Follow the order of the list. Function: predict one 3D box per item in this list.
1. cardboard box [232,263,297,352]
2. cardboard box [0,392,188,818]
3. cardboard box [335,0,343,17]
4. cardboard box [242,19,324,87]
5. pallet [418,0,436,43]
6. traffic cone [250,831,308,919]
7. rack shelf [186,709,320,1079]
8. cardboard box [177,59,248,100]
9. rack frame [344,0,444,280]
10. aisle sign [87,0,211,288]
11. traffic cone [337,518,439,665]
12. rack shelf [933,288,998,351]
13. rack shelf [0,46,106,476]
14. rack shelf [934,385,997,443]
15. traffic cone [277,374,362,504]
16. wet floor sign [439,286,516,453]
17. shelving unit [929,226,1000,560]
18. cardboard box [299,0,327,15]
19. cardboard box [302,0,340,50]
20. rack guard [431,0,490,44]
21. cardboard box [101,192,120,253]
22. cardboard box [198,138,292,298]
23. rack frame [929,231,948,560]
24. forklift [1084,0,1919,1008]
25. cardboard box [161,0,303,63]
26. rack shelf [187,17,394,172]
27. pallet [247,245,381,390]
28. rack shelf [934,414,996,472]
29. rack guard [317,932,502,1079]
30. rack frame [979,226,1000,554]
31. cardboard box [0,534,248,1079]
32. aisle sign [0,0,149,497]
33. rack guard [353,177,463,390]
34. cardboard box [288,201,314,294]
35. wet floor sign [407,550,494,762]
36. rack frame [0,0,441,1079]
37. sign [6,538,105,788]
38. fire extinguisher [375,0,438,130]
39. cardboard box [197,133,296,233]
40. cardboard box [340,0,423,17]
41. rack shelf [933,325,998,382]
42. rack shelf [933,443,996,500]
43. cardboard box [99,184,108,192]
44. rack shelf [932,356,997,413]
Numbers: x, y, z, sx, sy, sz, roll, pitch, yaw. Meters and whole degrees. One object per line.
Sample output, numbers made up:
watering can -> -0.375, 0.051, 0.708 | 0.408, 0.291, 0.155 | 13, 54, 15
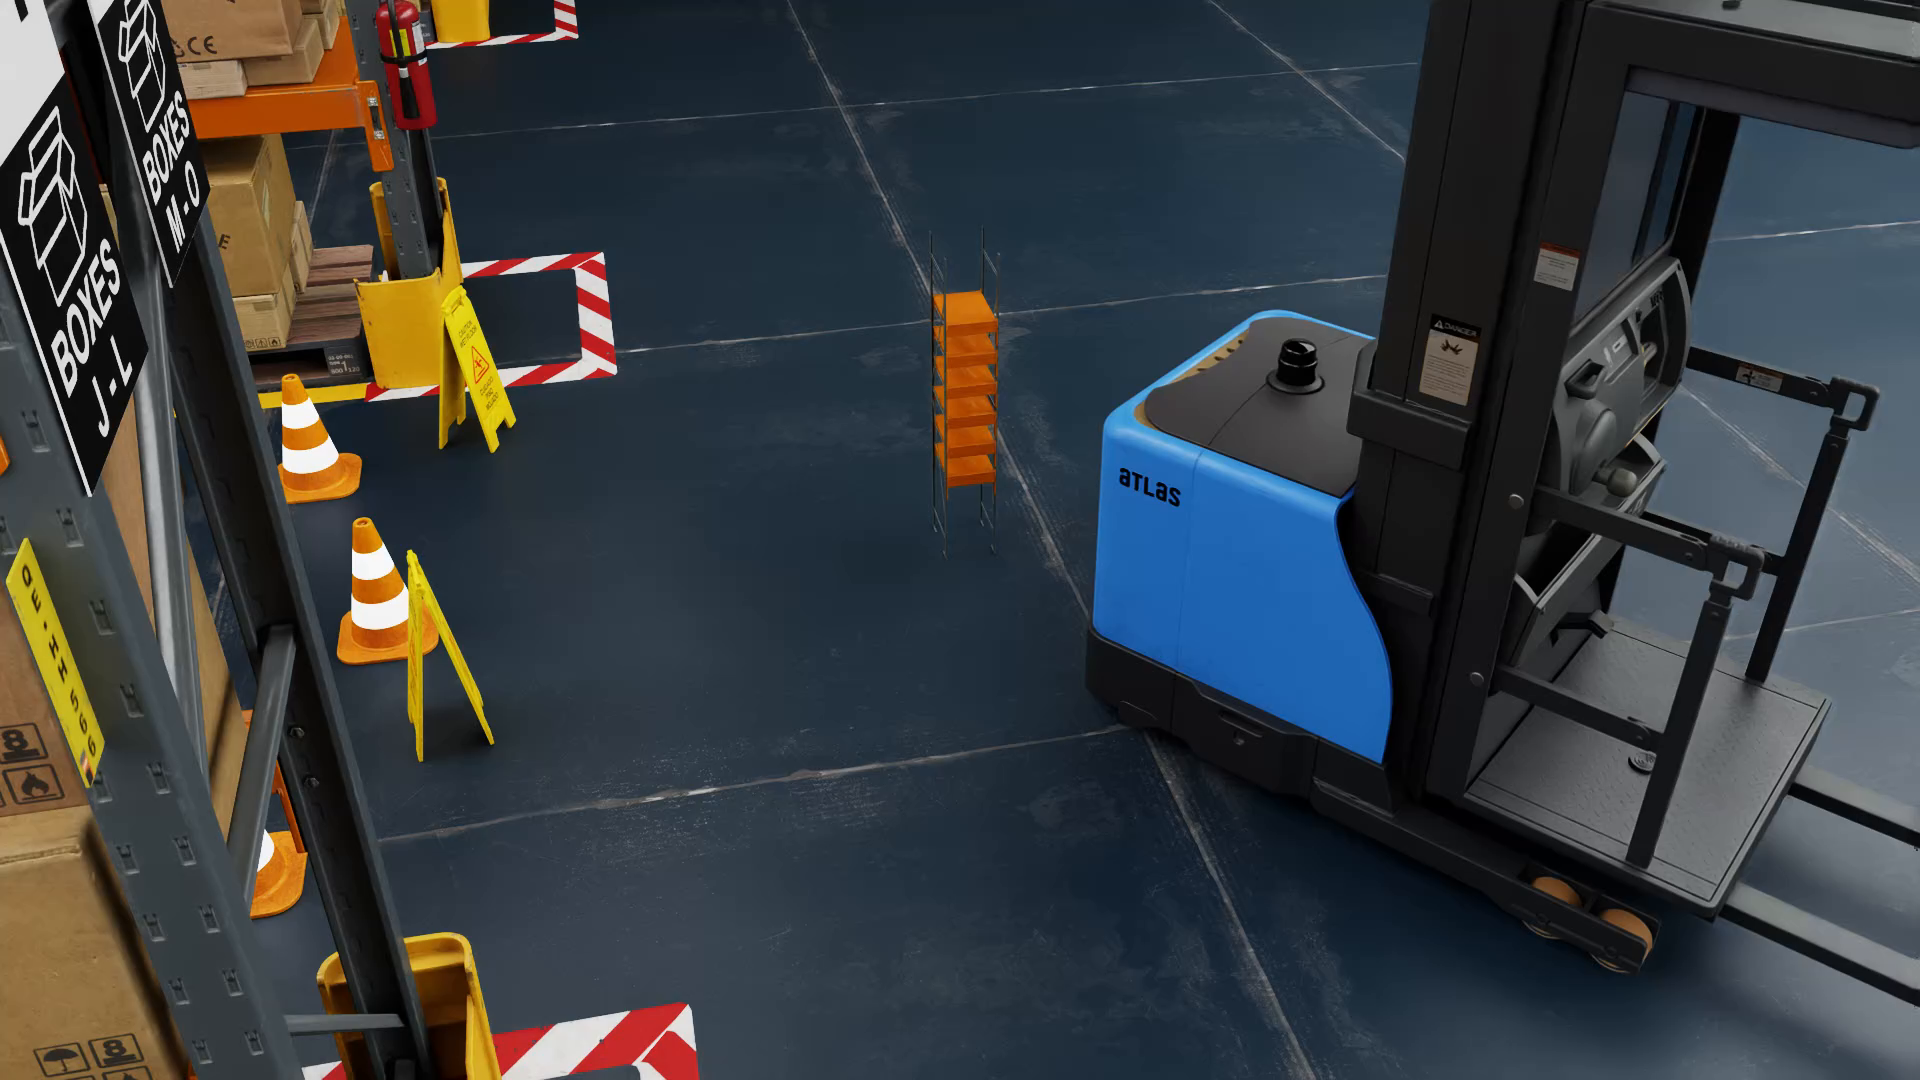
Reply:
cardboard box -> -3.173, -1.023, 7.173 | 0.500, 0.250, 0.500 | -7, 35, -11
cardboard box -> -1.600, -0.047, 2.525 | 0.550, 0.550, 0.875 | -7, 35, -11
cardboard box -> -4.395, -3.684, 11.138 | 0.500, 0.250, 0.500 | -7, 35, -11
cardboard box -> -2.738, -1.973, 6.723 | 0.250, 0.149, 0.380 | -6, 34, -9
pallet -> -4.256, -3.662, 11.517 | 1.213, 0.211, 1.003 | -7, 35, -11
traffic cone -> -2.061, 0.786, 4.664 | 0.334, 0.463, 0.336 | -7, 35, -11
rack shelf -> -3.181, 0.983, 2.738 | 4.000, 0.370, 1.077 | -7, 35, -11
cardboard box -> -2.961, -1.881, 6.587 | 0.250, 0.149, 0.380 | -8, 35, -11
rack frame -> -2.420, -2.239, 6.895 | 0.127, 3.000, 1.000 | -7, 35, -11
aisle sign -> -1.227, -0.812, 2.436 | 0.004, 0.787, 0.394 | -7, 35, -11
traffic cone -> -1.979, 0.130, 5.641 | 0.334, 0.463, 0.336 | -7, 35, -11
rack shelf -> 0.014, -0.762, 5.742 | 0.180, 0.103, 0.258 | -7, 35, -11
rack shelf -> -3.181, -0.262, 1.902 | 4.000, 0.370, 1.077 | -7, 35, -11
rack shelf -> 0.014, -0.463, 5.943 | 0.180, 0.103, 0.258 | -7, 35, -11
traffic cone -> -2.555, -0.432, 6.478 | 0.334, 0.463, 0.336 | -7, 35, -11
wet floor sign -> -1.999, -0.703, 6.719 | 0.232, 0.644, 0.267 | 4, 34, 6
shelving unit -> 0.014, -0.500, 5.918 | 0.189, 1.200, 0.258 | -7, 35, -11
cardboard box -> -2.944, -2.497, 6.922 | 0.500, 0.500, 0.500 | -8, 35, -11
cardboard box -> -2.797, -2.205, 7.070 | 0.250, 0.149, 0.380 | -7, 35, -10
rack guard -> -3.496, -3.901, 11.615 | 0.348, 0.500, 1.175 | -7, 35, -11
cardboard box -> -3.653, -1.277, 6.879 | 0.500, 0.500, 0.500 | -6, 34, -9
cardboard box -> -3.144, -1.343, 6.977 | 0.500, 0.500, 0.500 | -7, 34, -10
rack frame -> -0.075, -0.489, 5.902 | 0.006, 1.200, 0.240 | -7, 35, -11
forklift -> 1.874, -0.384, 4.192 | 3.031, 2.935, 1.130 | 24, 41, 31
cardboard box -> -2.889, -2.188, 6.461 | 0.500, 0.500, 0.500 | -8, 35, -11
rack shelf -> -4.371, -1.694, 6.729 | 4.000, 0.370, 1.077 | -7, 35, -11
pallet -> -3.295, -0.991, 7.538 | 1.213, 0.211, 1.003 | -7, 35, -11
rack shelf -> 0.014, -0.363, 6.010 | 0.180, 0.103, 0.258 | -7, 35, -11
rack guard -> -1.206, 1.474, 3.605 | 0.348, 0.500, 1.175 | -7, 35, -11
rack frame -> 0.103, -0.511, 5.935 | 0.006, 1.200, 0.240 | -7, 35, -11
cardboard box -> -1.582, 0.447, 2.758 | 0.550, 0.550, 0.875 | -7, 35, -11
aisle sign -> -1.094, -0.486, 1.950 | 0.004, 0.787, 0.394 | -7, 35, -11
rack guard -> -2.495, -1.192, 7.577 | 0.348, 0.500, 1.175 | -7, 35, -11
cardboard box -> -3.268, -1.323, 7.620 | 0.500, 0.250, 0.500 | -7, 35, -11
wet floor sign -> -1.638, 0.337, 5.169 | 0.232, 0.644, 0.267 | -13, 36, -19
rack frame -> -1.229, 0.441, 2.901 | 0.053, 2.616, 0.949 | -7, 35, -11
sign -> -1.124, 0.156, 2.073 | 0.005, 0.325, 0.100 | -7, 35, -11
fire extinguisher -> -2.207, -1.971, 6.564 | 0.183, 0.674, 0.296 | -7, 35, -11
cardboard box -> -3.291, -1.631, 7.406 | 0.500, 0.500, 0.500 | -8, 35, -12
cardboard box -> -3.908, -3.739, 11.221 | 0.500, 0.250, 0.500 | -7, 34, -10
rack shelf -> 0.014, -0.662, 5.809 | 0.180, 0.103, 0.258 | -7, 35, -11
rack shelf -> 0.014, -0.264, 6.077 | 0.180, 0.103, 0.258 | -7, 35, -11
cardboard box -> -3.487, -1.531, 6.675 | 0.250, 0.149, 0.380 | -6, 34, -9
rack shelf -> 0.014, -0.563, 5.876 | 0.180, 0.103, 0.258 | -7, 35, -11
